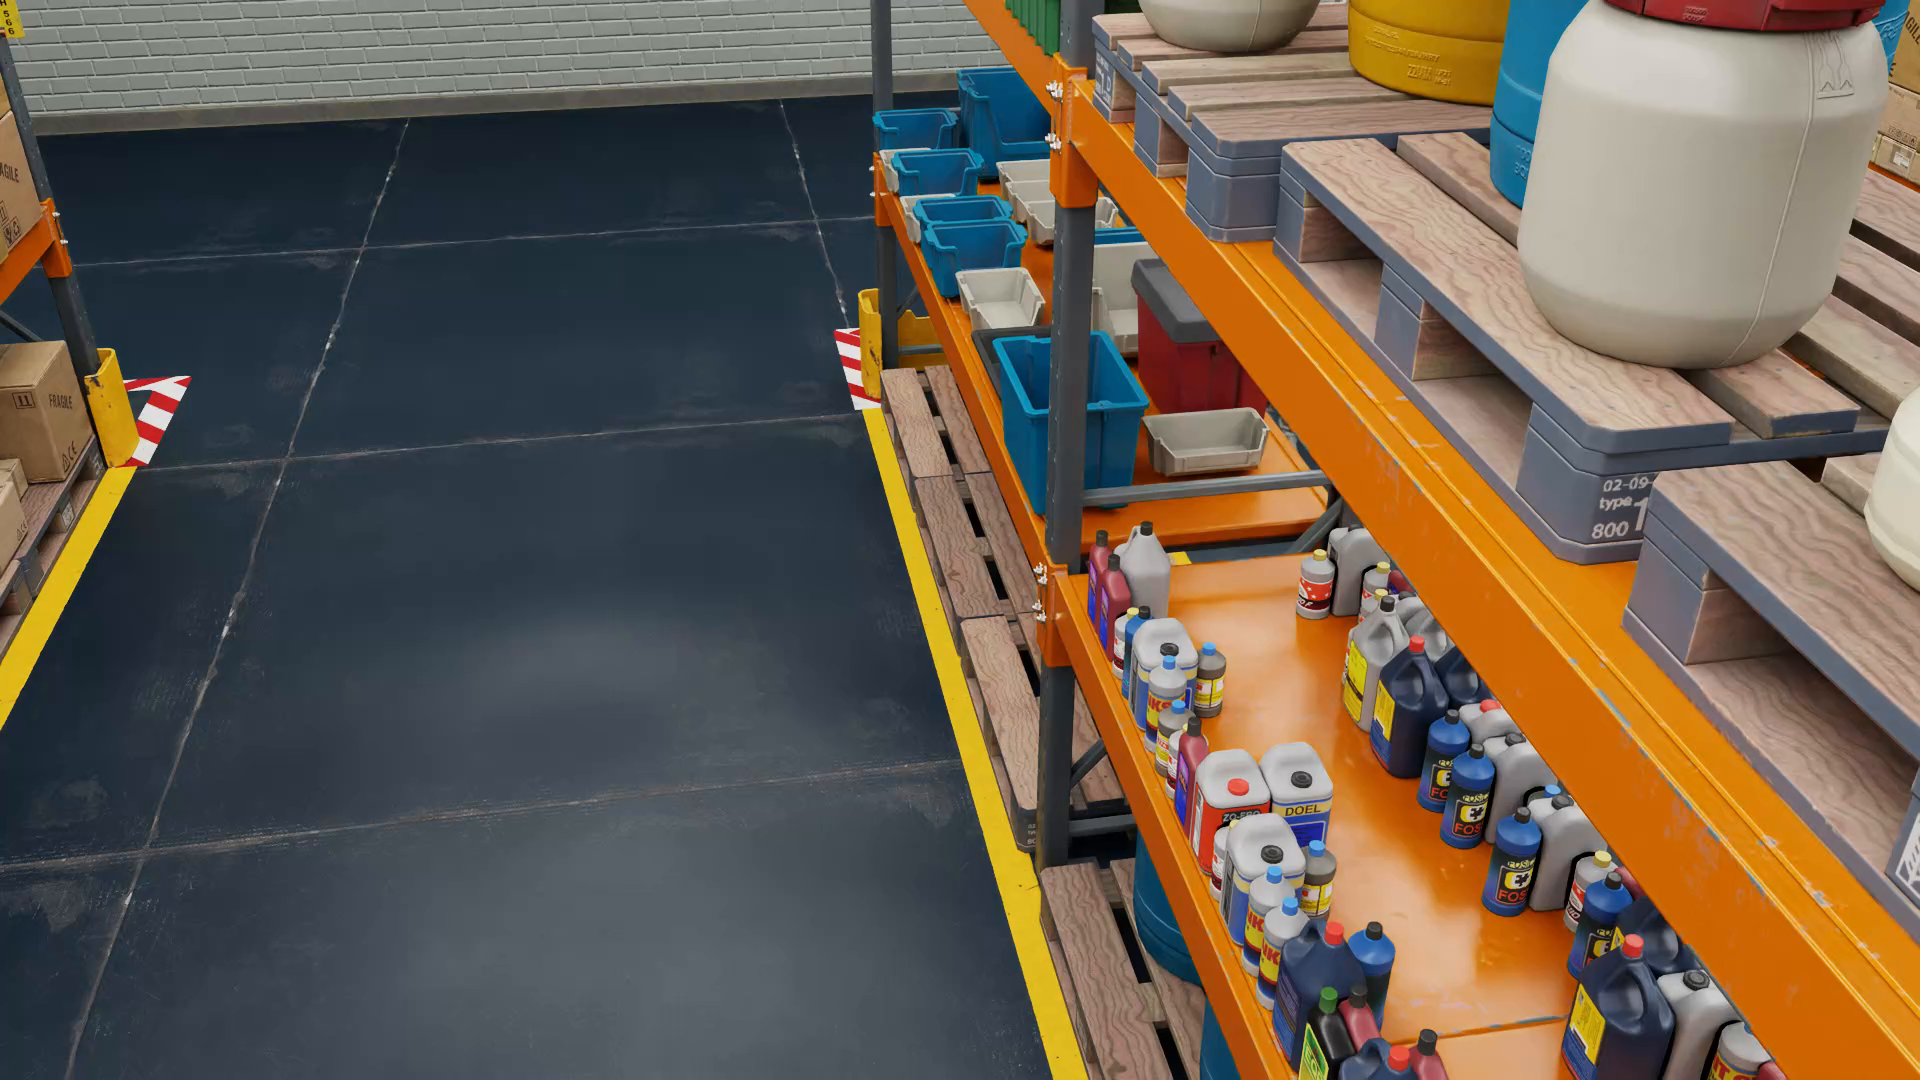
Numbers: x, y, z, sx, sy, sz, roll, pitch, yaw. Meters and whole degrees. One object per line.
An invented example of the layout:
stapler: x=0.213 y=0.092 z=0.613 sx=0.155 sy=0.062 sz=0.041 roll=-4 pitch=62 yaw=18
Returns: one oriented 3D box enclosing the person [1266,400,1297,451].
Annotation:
person: x=1.608 y=-1.143 z=7.967 sx=0.514 sy=1.690 sz=0.399 roll=4 pitch=31 yaw=7
